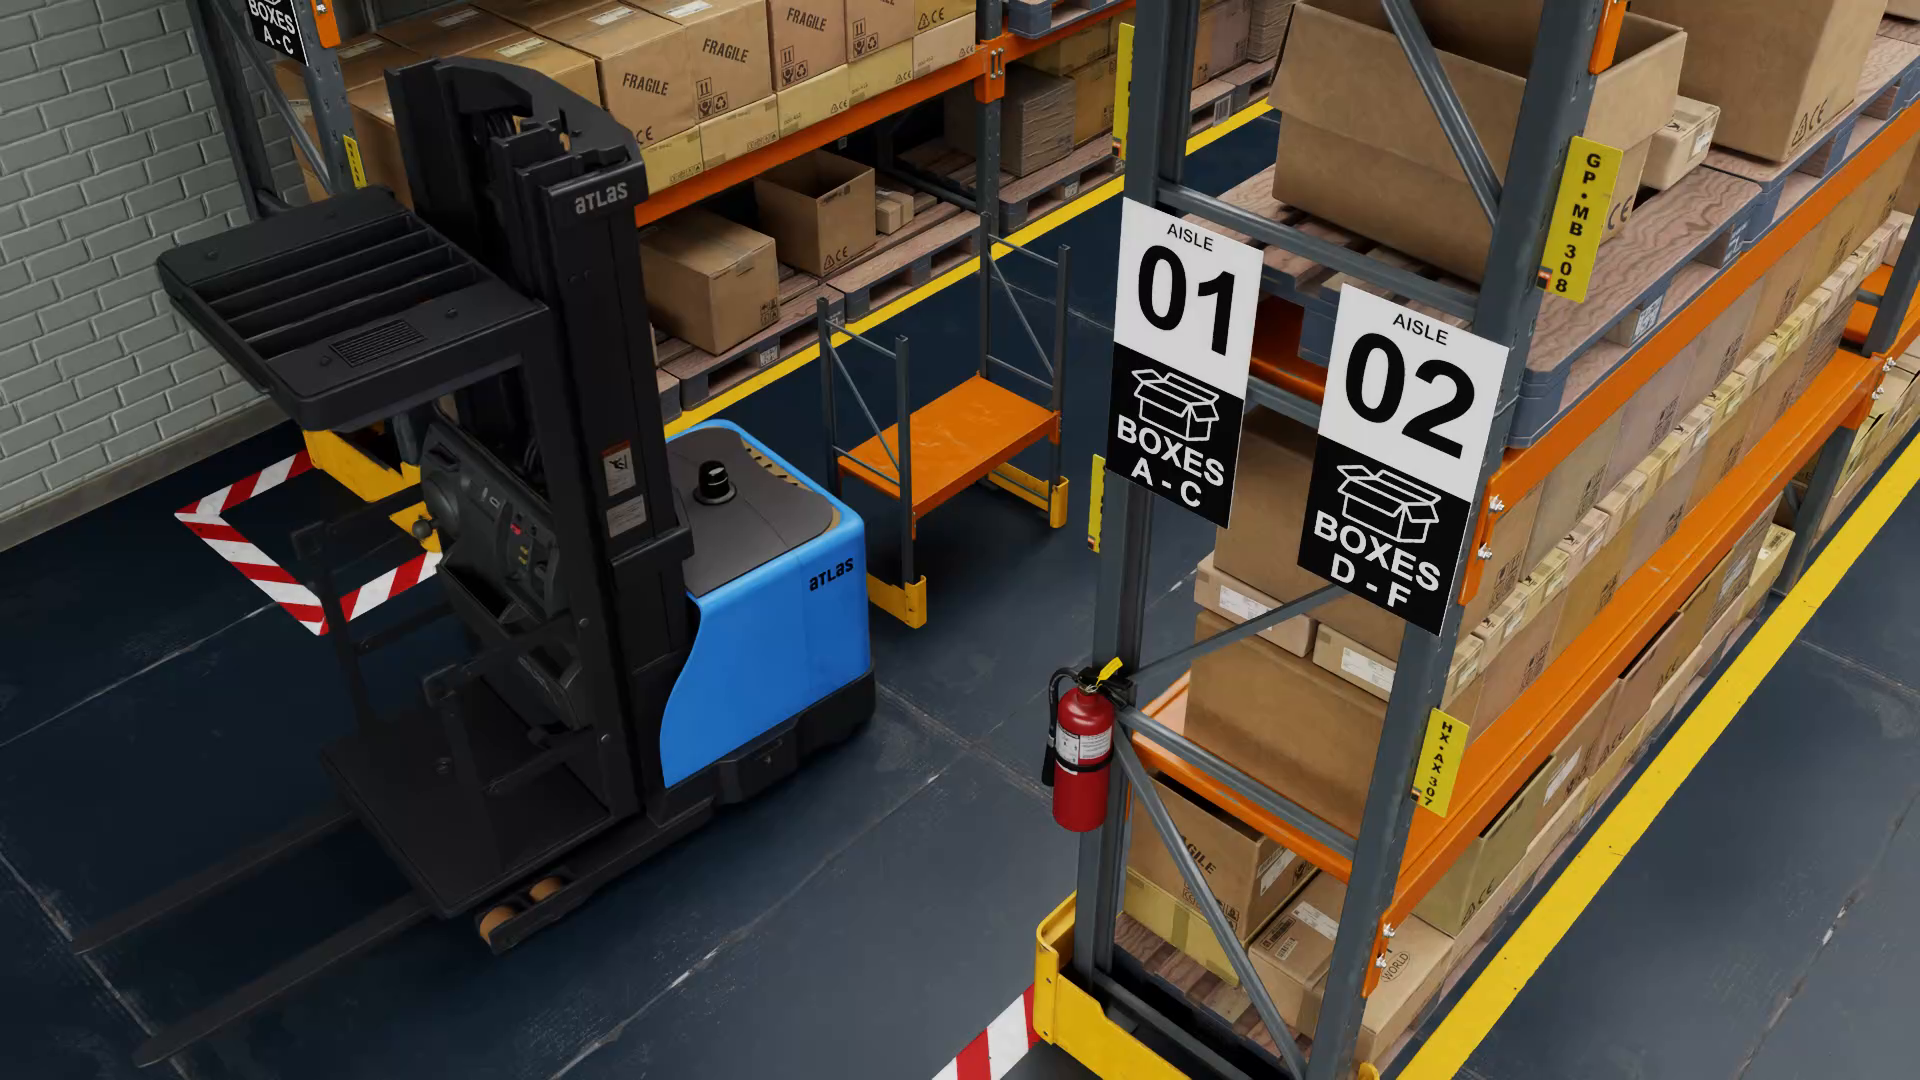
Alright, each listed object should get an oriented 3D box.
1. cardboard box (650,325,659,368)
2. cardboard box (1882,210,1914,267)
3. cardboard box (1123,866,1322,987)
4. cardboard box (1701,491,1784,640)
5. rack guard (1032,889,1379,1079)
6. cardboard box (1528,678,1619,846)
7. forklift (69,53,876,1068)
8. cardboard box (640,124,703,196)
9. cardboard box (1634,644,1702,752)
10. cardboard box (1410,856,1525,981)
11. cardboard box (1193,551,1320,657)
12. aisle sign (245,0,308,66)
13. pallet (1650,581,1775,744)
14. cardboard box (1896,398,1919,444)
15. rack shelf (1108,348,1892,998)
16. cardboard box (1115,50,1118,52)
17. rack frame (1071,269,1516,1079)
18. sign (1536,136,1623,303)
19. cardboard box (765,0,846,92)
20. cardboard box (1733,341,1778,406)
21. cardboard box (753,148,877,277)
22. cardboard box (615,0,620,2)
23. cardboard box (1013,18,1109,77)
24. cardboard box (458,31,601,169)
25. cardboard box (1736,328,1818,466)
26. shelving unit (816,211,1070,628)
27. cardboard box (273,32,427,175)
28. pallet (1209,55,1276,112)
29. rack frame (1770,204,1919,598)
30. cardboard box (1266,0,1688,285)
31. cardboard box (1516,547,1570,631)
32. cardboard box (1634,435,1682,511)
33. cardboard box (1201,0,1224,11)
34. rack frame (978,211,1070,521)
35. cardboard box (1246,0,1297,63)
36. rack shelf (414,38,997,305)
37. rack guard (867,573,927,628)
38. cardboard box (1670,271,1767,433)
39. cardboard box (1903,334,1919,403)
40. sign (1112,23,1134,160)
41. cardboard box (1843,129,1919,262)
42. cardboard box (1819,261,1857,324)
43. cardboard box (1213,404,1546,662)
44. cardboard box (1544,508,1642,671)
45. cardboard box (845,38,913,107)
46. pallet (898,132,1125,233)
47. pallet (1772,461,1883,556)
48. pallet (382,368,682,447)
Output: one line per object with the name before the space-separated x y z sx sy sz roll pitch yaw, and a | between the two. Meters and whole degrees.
cardboard box | -1.948 -1.046 8.746 0.500 0.311 0.500 -30 47 -32
cardboard box | 4.240 -1.367 7.544 0.380 0.149 0.250 30 47 32
cardboard box | 0.936 1.235 5.942 0.500 0.250 0.500 30 47 32
cardboard box | 2.994 0.004 6.888 0.500 0.500 0.500 30 47 32
rack guard | 0.777 1.683 5.515 1.175 0.500 0.348 30 47 32
cardboard box | 1.982 0.694 6.021 0.500 0.500 0.500 30 47 32
forklift | -1.795 -0.008 5.689 3.031 2.935 1.130 -29 47 -31
cardboard box | -1.615 -1.901 8.118 0.500 0.250 0.500 29 47 31
cardboard box | 2.669 0.534 6.823 0.500 0.250 0.500 30 47 32
cardboard box | 1.653 1.221 5.959 0.500 0.250 0.500 30 47 32
cardboard box | 0.910 0.145 4.839 0.380 0.149 0.250 29 47 31
aisle sign | -2.693 -2.243 6.356 0.394 0.787 0.004 30 47 32
pallet | 2.924 0.295 7.493 1.003 0.211 1.213 30 47 32
cardboard box | 4.640 -0.787 8.485 0.500 0.250 0.500 28 46 31
rack shelf | 2.142 0.057 6.130 1.077 0.370 4.000 30 47 32
cardboard box | 1.002 -3.237 11.349 0.700 0.500 0.500 30 47 32
rack frame | 0.793 0.694 4.751 1.000 3.000 0.127 30 47 32
sign | 1.198 -0.618 3.224 0.100 0.325 0.005 30 47 32
cardboard box | -0.939 -2.659 8.470 0.500 0.500 0.500 28 46 31
cardboard box | 2.608 -0.639 5.826 0.380 0.149 0.250 31 48 33
cardboard box | -0.838 -1.922 9.696 0.500 0.500 0.500 26 45 29
cardboard box | -1.673 -2.631 8.434 0.500 0.500 0.500 30 47 32
cardboard box | 0.611 -3.258 10.774 0.500 0.250 0.500 29 47 31
cardboard box | -1.982 -1.943 7.569 0.500 0.500 0.500 30 47 32
cardboard box | 2.846 -0.731 6.463 0.700 0.500 0.500 29 47 31
shelving unit | -0.051 -0.552 7.523 0.587 1.500 1.083 30 47 32
cardboard box | -2.705 -1.933 7.556 0.500 0.500 0.500 29 47 31
pallet | 2.003 -3.610 12.404 1.003 0.211 1.213 30 47 32
rack frame | 3.491 -1.144 7.062 1.000 3.000 0.127 30 47 32
cardboard box | 1.184 -1.002 3.941 0.637 0.503 0.797 -31 48 -33
cardboard box | 1.562 0.074 4.928 0.380 0.149 0.250 30 47 32
cardboard box | 2.084 -0.282 5.376 0.380 0.149 0.250 29 47 31
cardboard box | 1.653 -3.959 11.655 0.500 0.250 0.500 31 48 33
rack frame | 0.285 -0.781 7.811 0.500 1.500 0.032 30 47 32
cardboard box | 2.084 -3.901 12.184 0.700 0.500 0.500 30 48 32
rack shelf | -1.517 -2.022 8.744 1.077 0.370 4.000 30 47 32
rack guard | -0.387 0.166 7.624 0.587 0.250 0.087 30 47 32
cardboard box | 2.181 -0.793 5.497 0.700 0.500 0.500 30 47 32
cardboard box | 4.644 -1.003 8.306 0.500 0.311 0.500 28 46 31
sign | 0.402 -1.030 3.861 0.100 0.325 0.005 30 47 32
cardboard box | 3.197 -1.484 6.367 0.700 0.500 0.500 30 47 32
cardboard box | 3.123 -0.988 6.264 0.380 0.149 0.250 28 46 31
cardboard box | 1.153 -0.087 4.610 0.700 0.500 0.500 30 47 32
cardboard box | 1.807 -0.023 5.573 0.700 0.500 0.500 30 47 32
cardboard box | -0.606 -2.601 8.999 0.500 0.250 0.500 30 47 32
pallet | 0.356 -2.489 10.994 1.003 0.211 1.213 30 47 32
pallet | 3.960 -0.407 8.376 1.003 0.211 1.213 30 47 32
pallet | -2.241 -0.686 8.727 1.003 0.211 1.213 30 47 32
